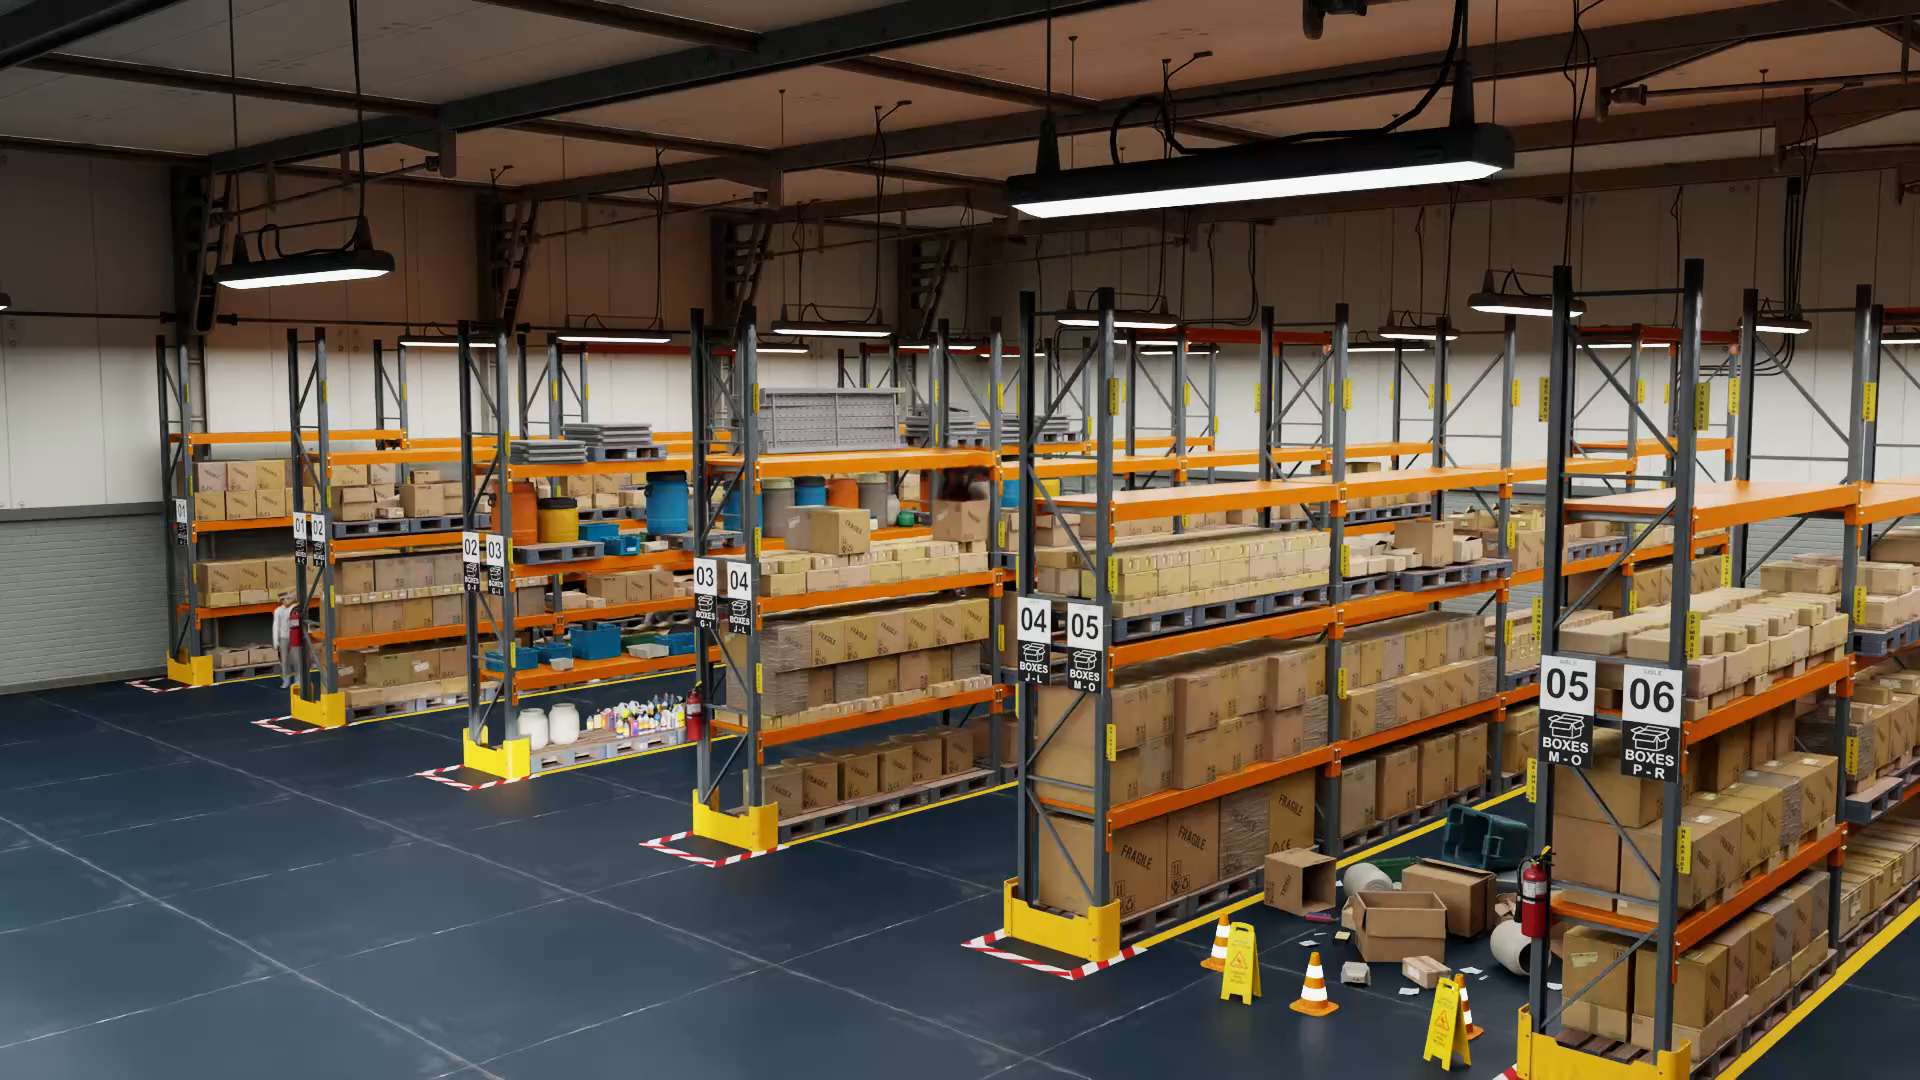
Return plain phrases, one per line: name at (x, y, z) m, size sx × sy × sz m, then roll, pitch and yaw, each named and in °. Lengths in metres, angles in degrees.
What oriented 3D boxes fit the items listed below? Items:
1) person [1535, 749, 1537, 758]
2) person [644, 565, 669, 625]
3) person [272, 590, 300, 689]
person at (7.064, 2.495, 19.698) m, size 0.499 × 1.682 × 0.416 m, roll -1°, pitch 6°, yaw -13°
person at (-5.963, 1.276, 32.413) m, size 0.636 × 1.620 × 1.028 m, roll 5°, pitch 7°, yaw 43°
person at (-11.387, 1.682, 28.255) m, size 0.516 × 1.688 × 0.384 m, roll -1°, pitch 6°, yaw -14°
